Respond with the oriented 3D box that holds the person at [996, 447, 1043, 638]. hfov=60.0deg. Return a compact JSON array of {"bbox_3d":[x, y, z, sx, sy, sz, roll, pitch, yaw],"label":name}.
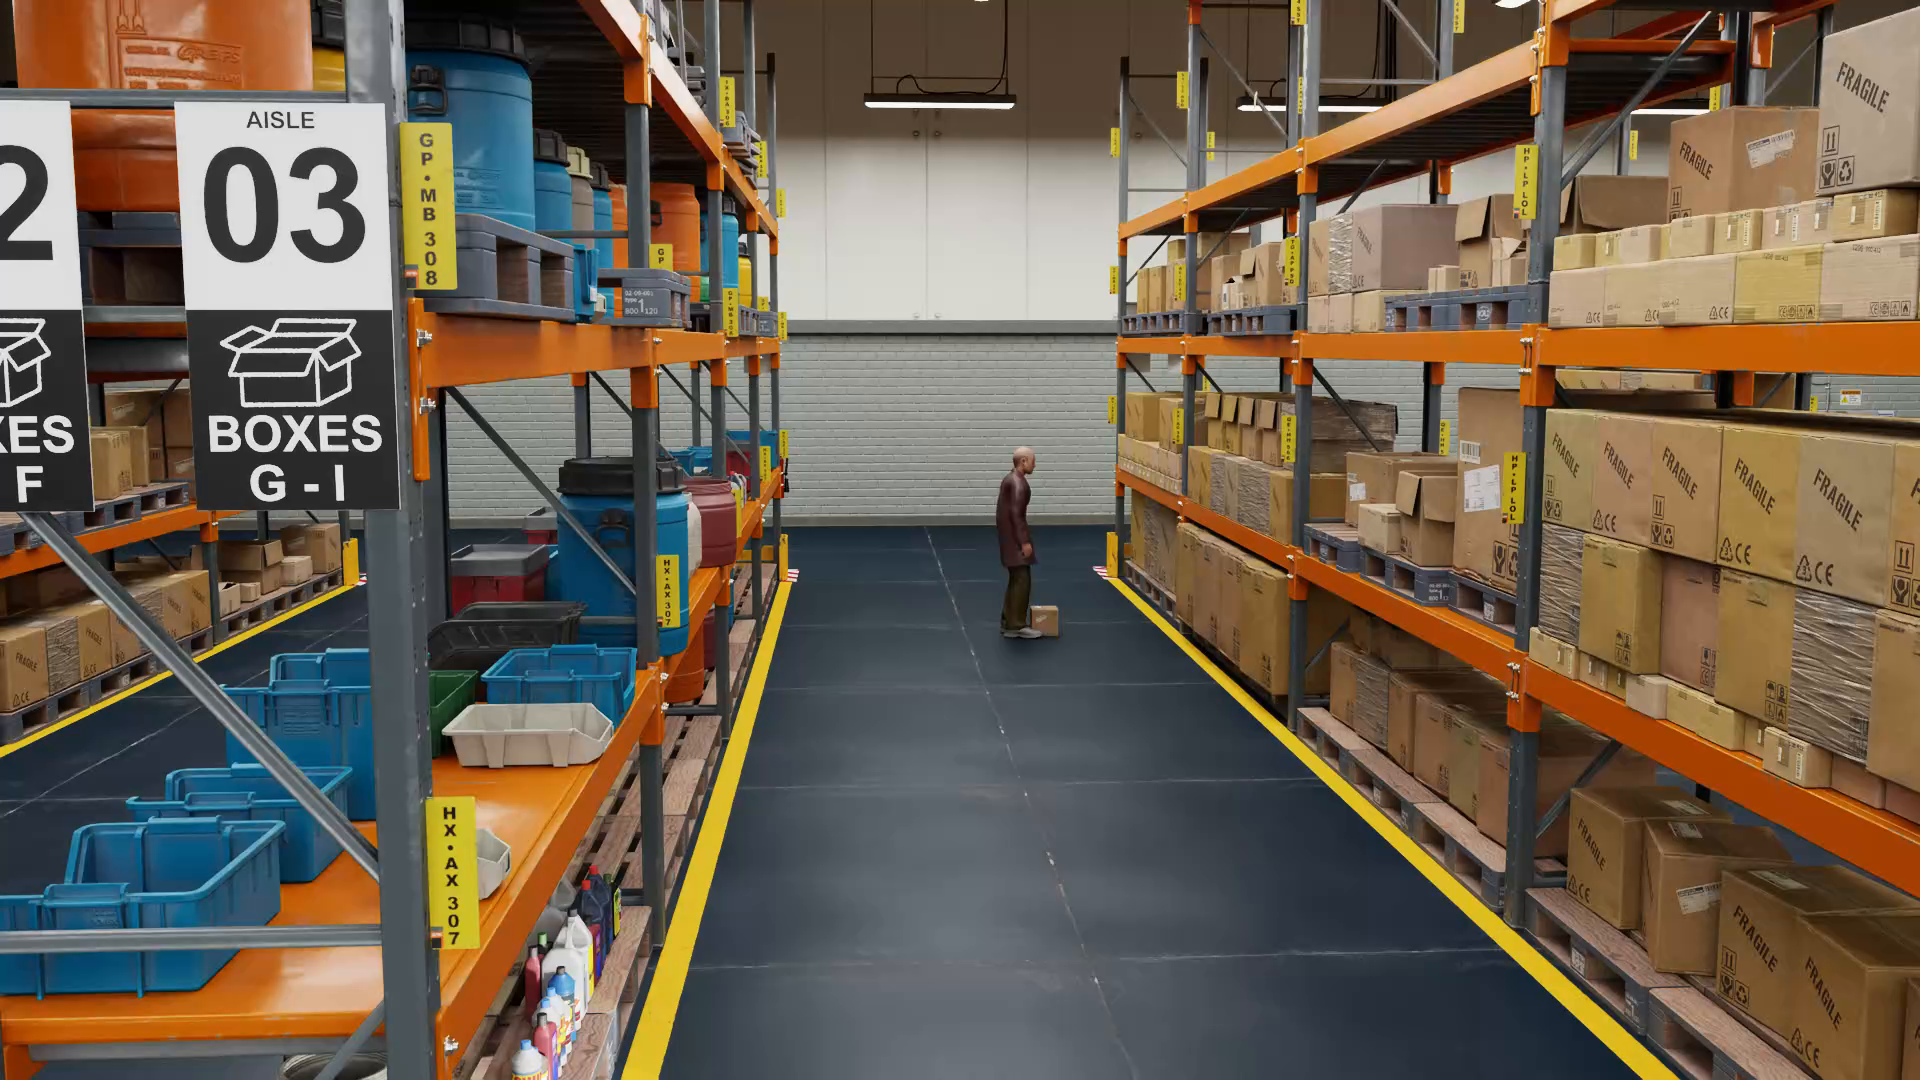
[{"bbox_3d":[0.554,0.013,15.688,0.423,1.774,0.643,0,7,-3],"label":"person"}]
